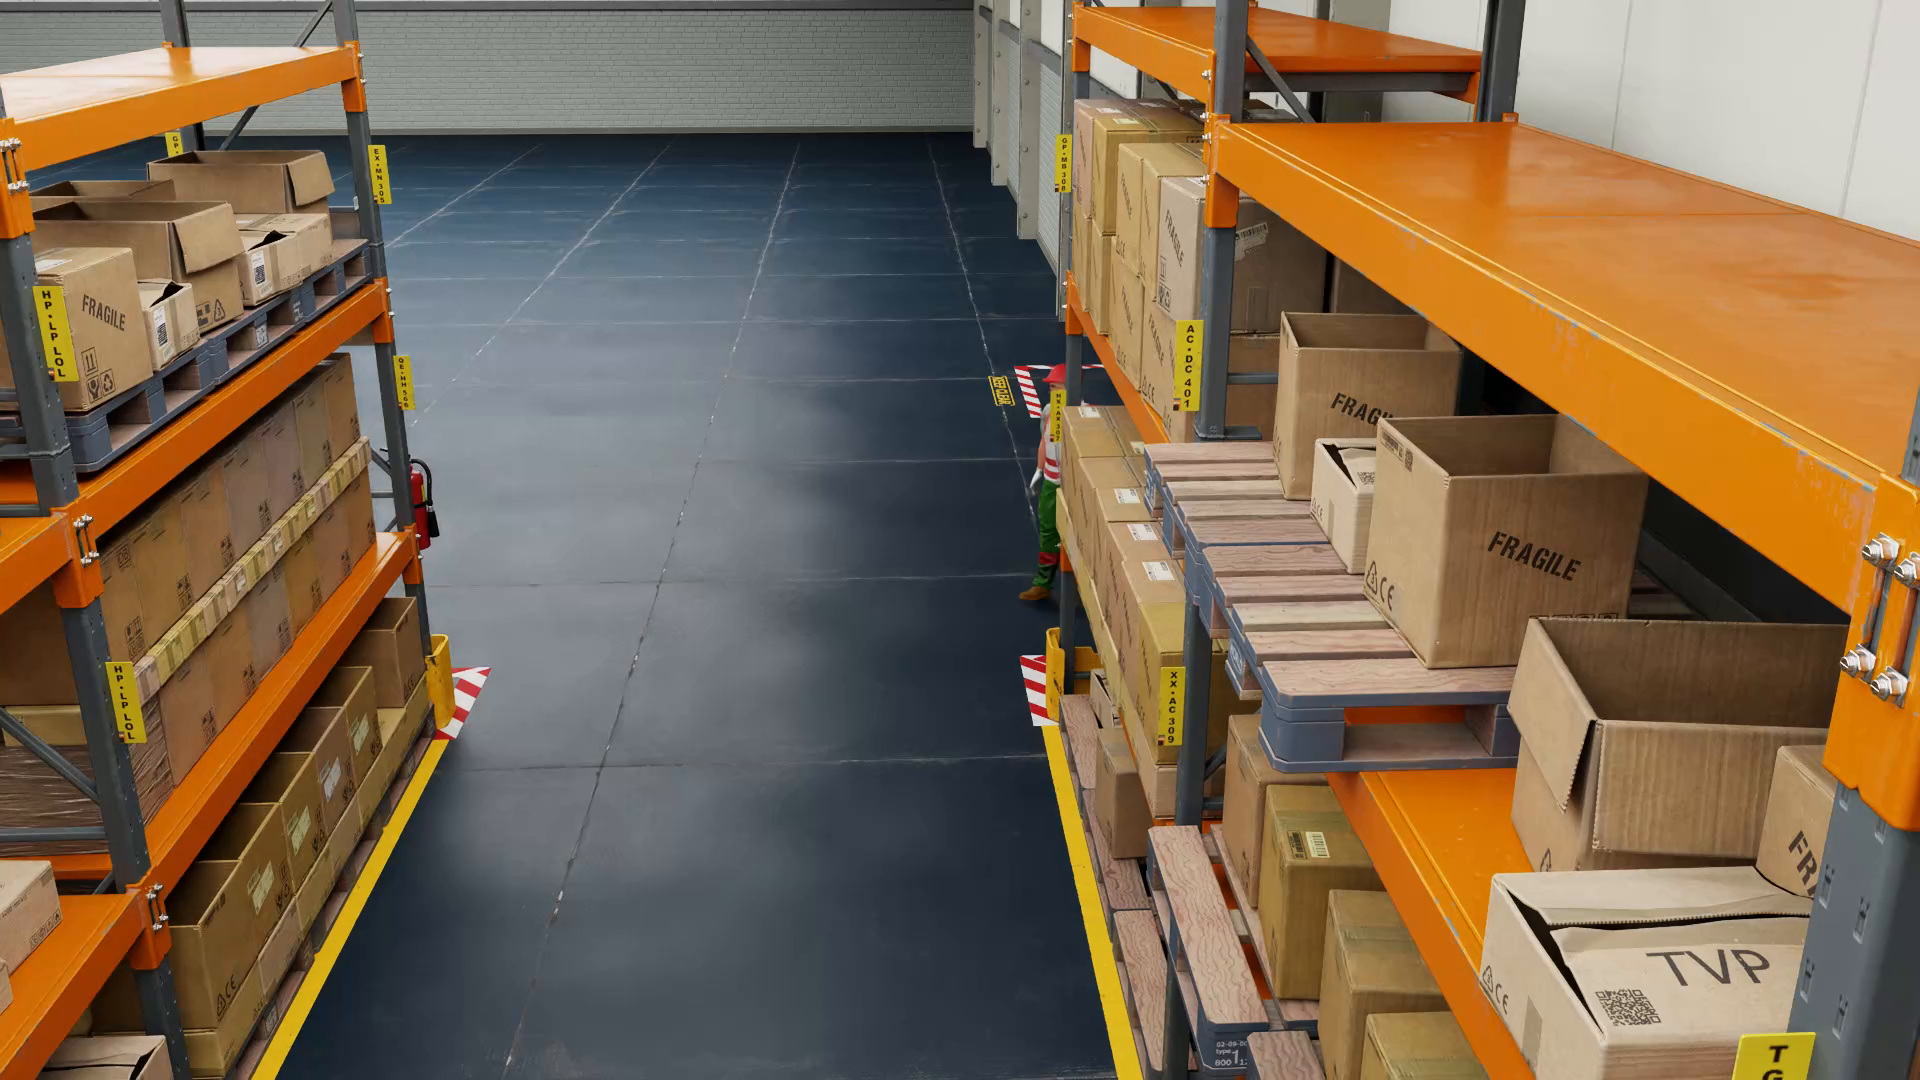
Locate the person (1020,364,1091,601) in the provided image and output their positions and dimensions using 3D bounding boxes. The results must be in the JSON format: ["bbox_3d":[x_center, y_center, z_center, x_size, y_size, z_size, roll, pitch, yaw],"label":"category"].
[{"bbox_3d":[0.750,-0.411,12.112,0.614,1.783,0.655,15,25,35],"label":"person"}]
